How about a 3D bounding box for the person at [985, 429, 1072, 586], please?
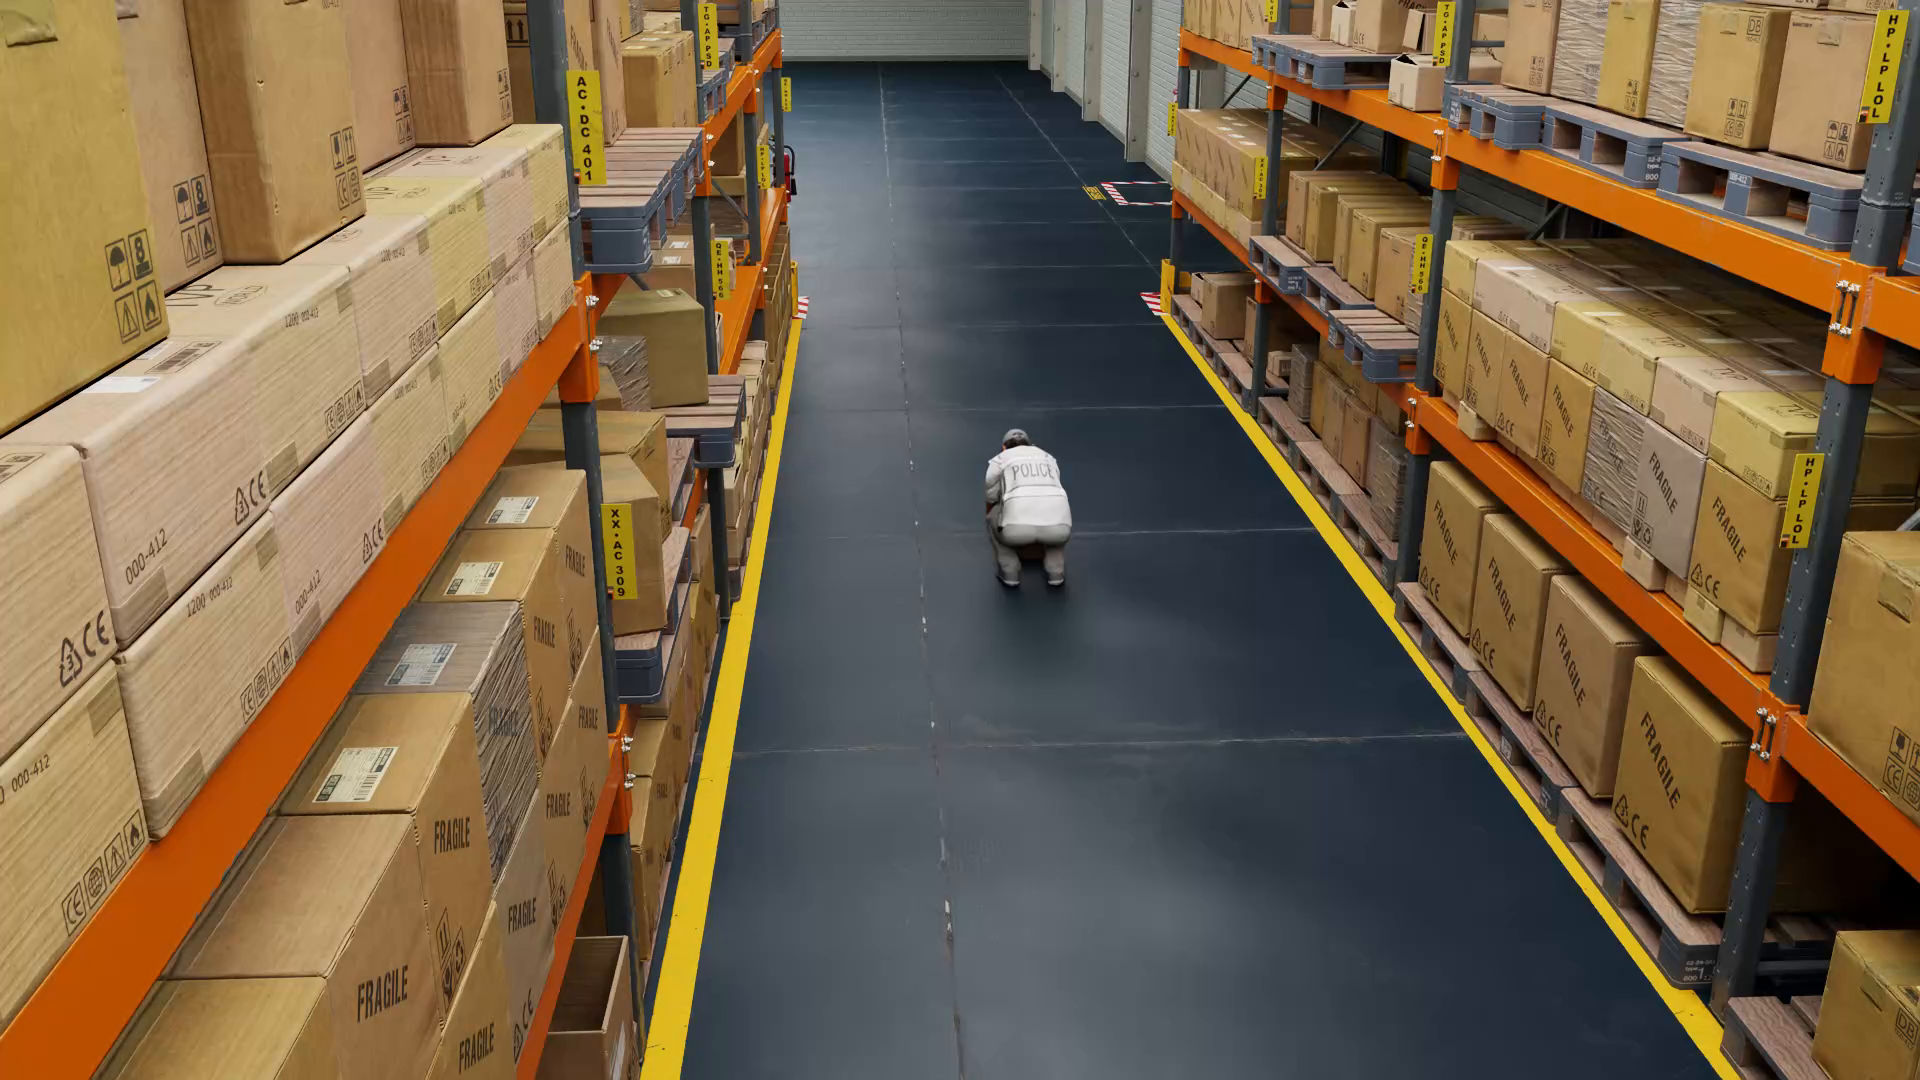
[{"bbox_3d":[0.425,-0.186,10.268,0.525,0.837,0.866,-1,21,-3],"label":"person"}]
